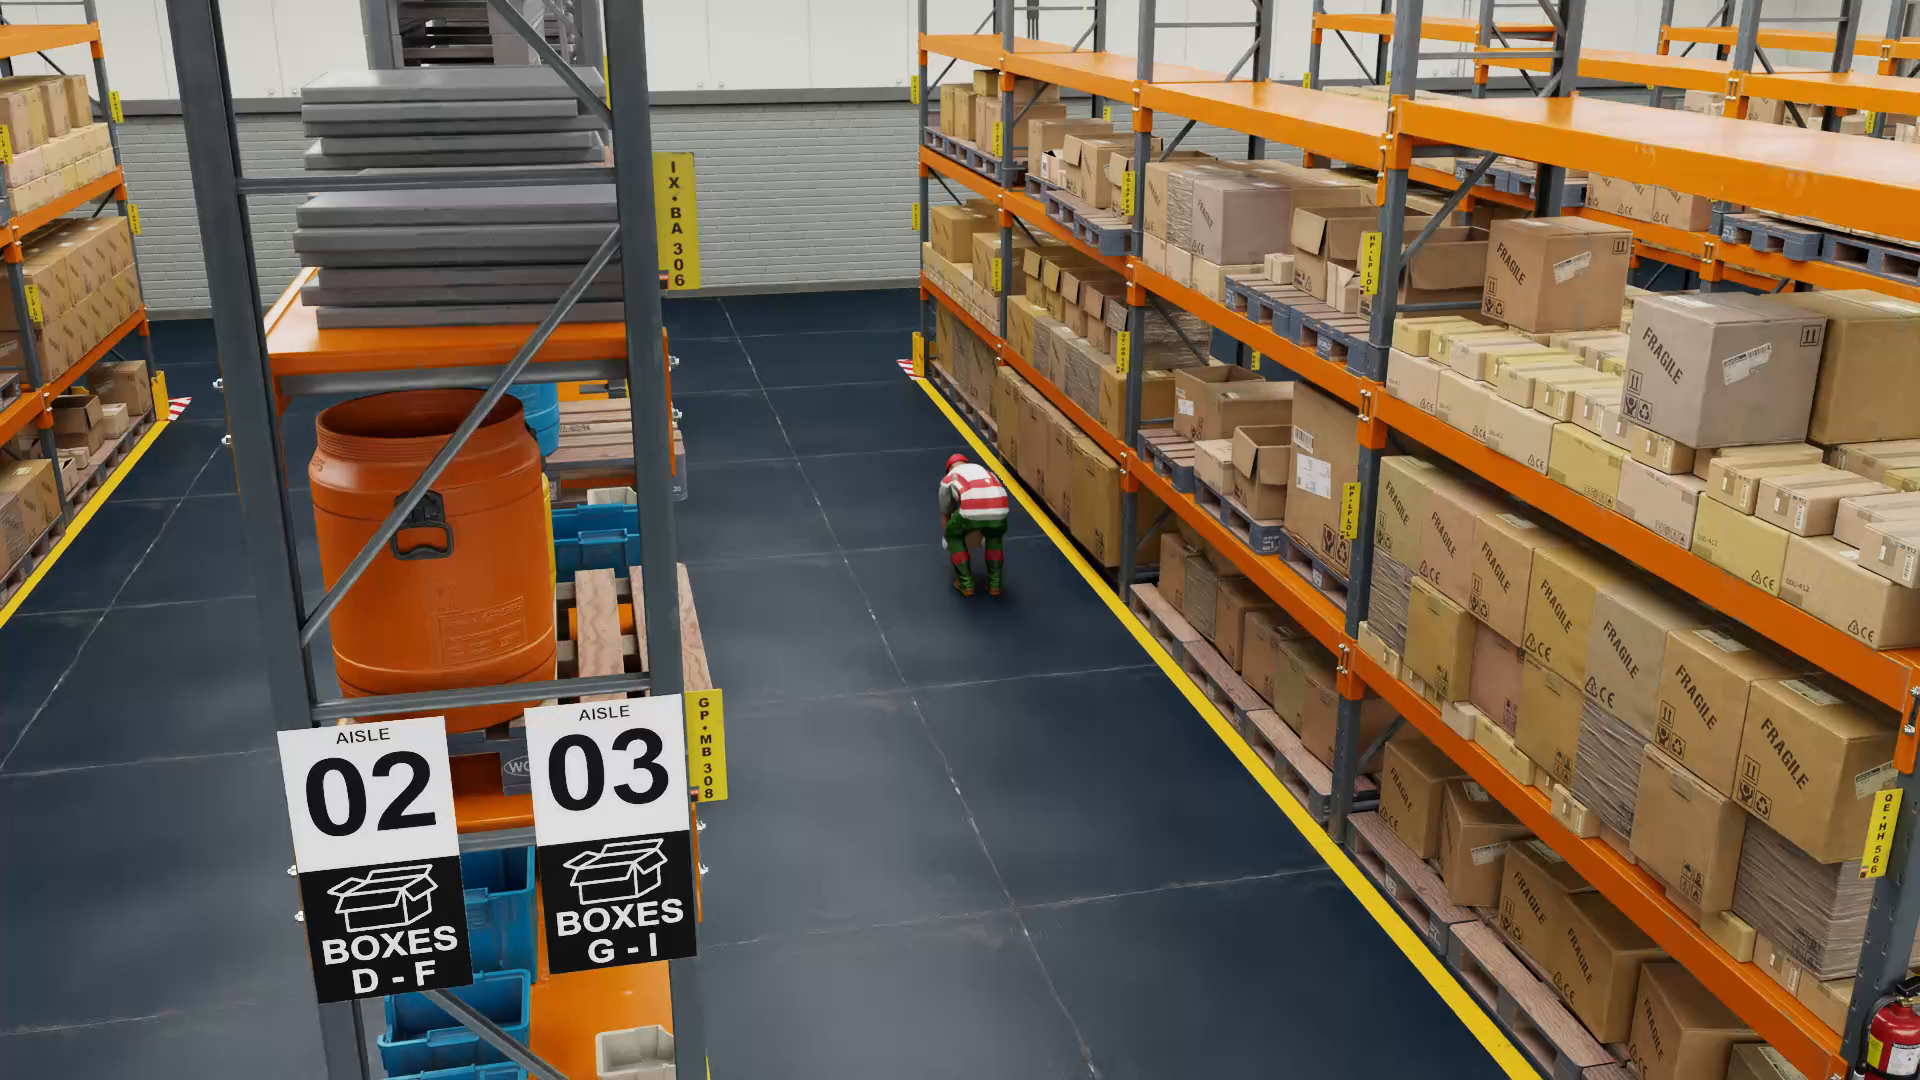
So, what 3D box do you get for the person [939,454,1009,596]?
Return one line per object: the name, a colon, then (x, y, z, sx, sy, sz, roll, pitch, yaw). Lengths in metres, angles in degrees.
person: (0.105, -0.117, 13.809, 0.522, 1.039, 0.958, -5, 20, -15)
